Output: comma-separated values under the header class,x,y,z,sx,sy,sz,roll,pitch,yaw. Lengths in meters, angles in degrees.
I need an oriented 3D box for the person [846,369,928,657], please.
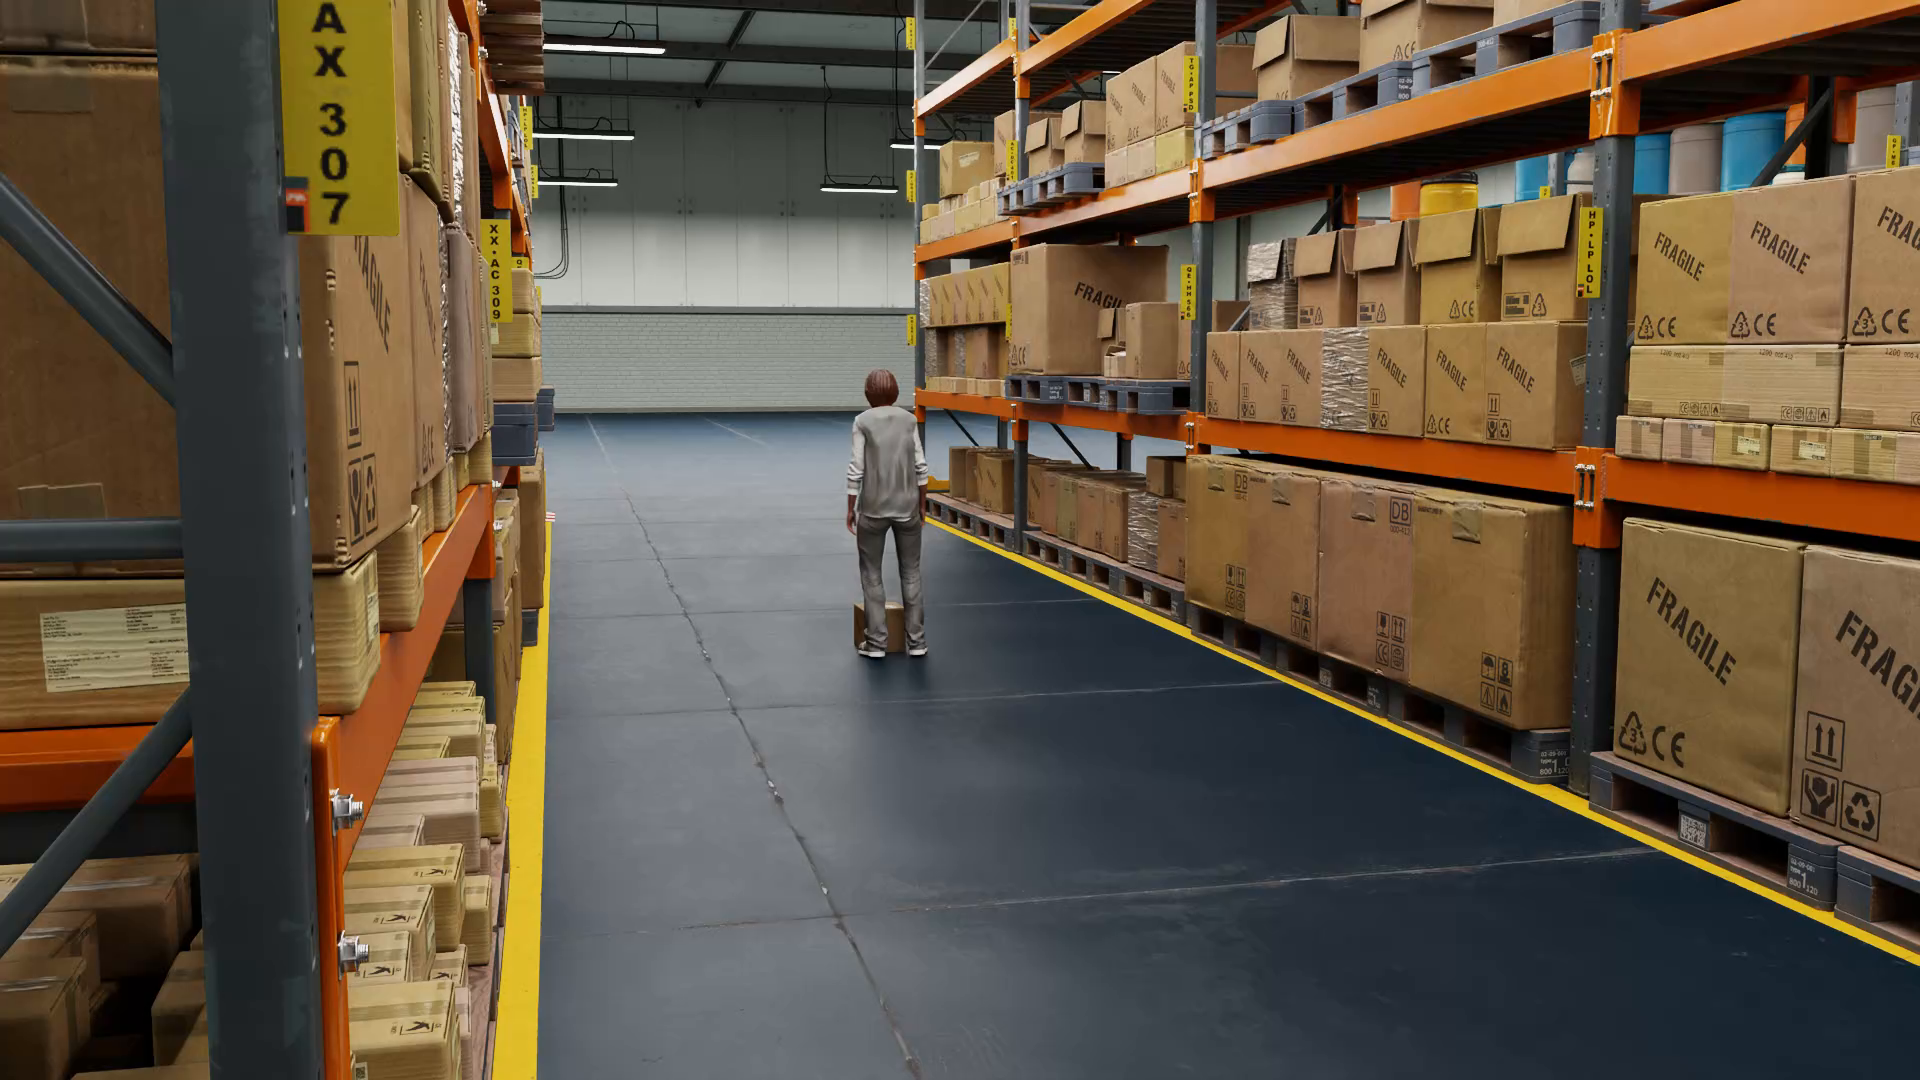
class,x,y,z,sx,sy,sz,roll,pitch,yaw
person,-0.392,-0.144,9.178,0.477,1.592,0.347,-2,7,-17
